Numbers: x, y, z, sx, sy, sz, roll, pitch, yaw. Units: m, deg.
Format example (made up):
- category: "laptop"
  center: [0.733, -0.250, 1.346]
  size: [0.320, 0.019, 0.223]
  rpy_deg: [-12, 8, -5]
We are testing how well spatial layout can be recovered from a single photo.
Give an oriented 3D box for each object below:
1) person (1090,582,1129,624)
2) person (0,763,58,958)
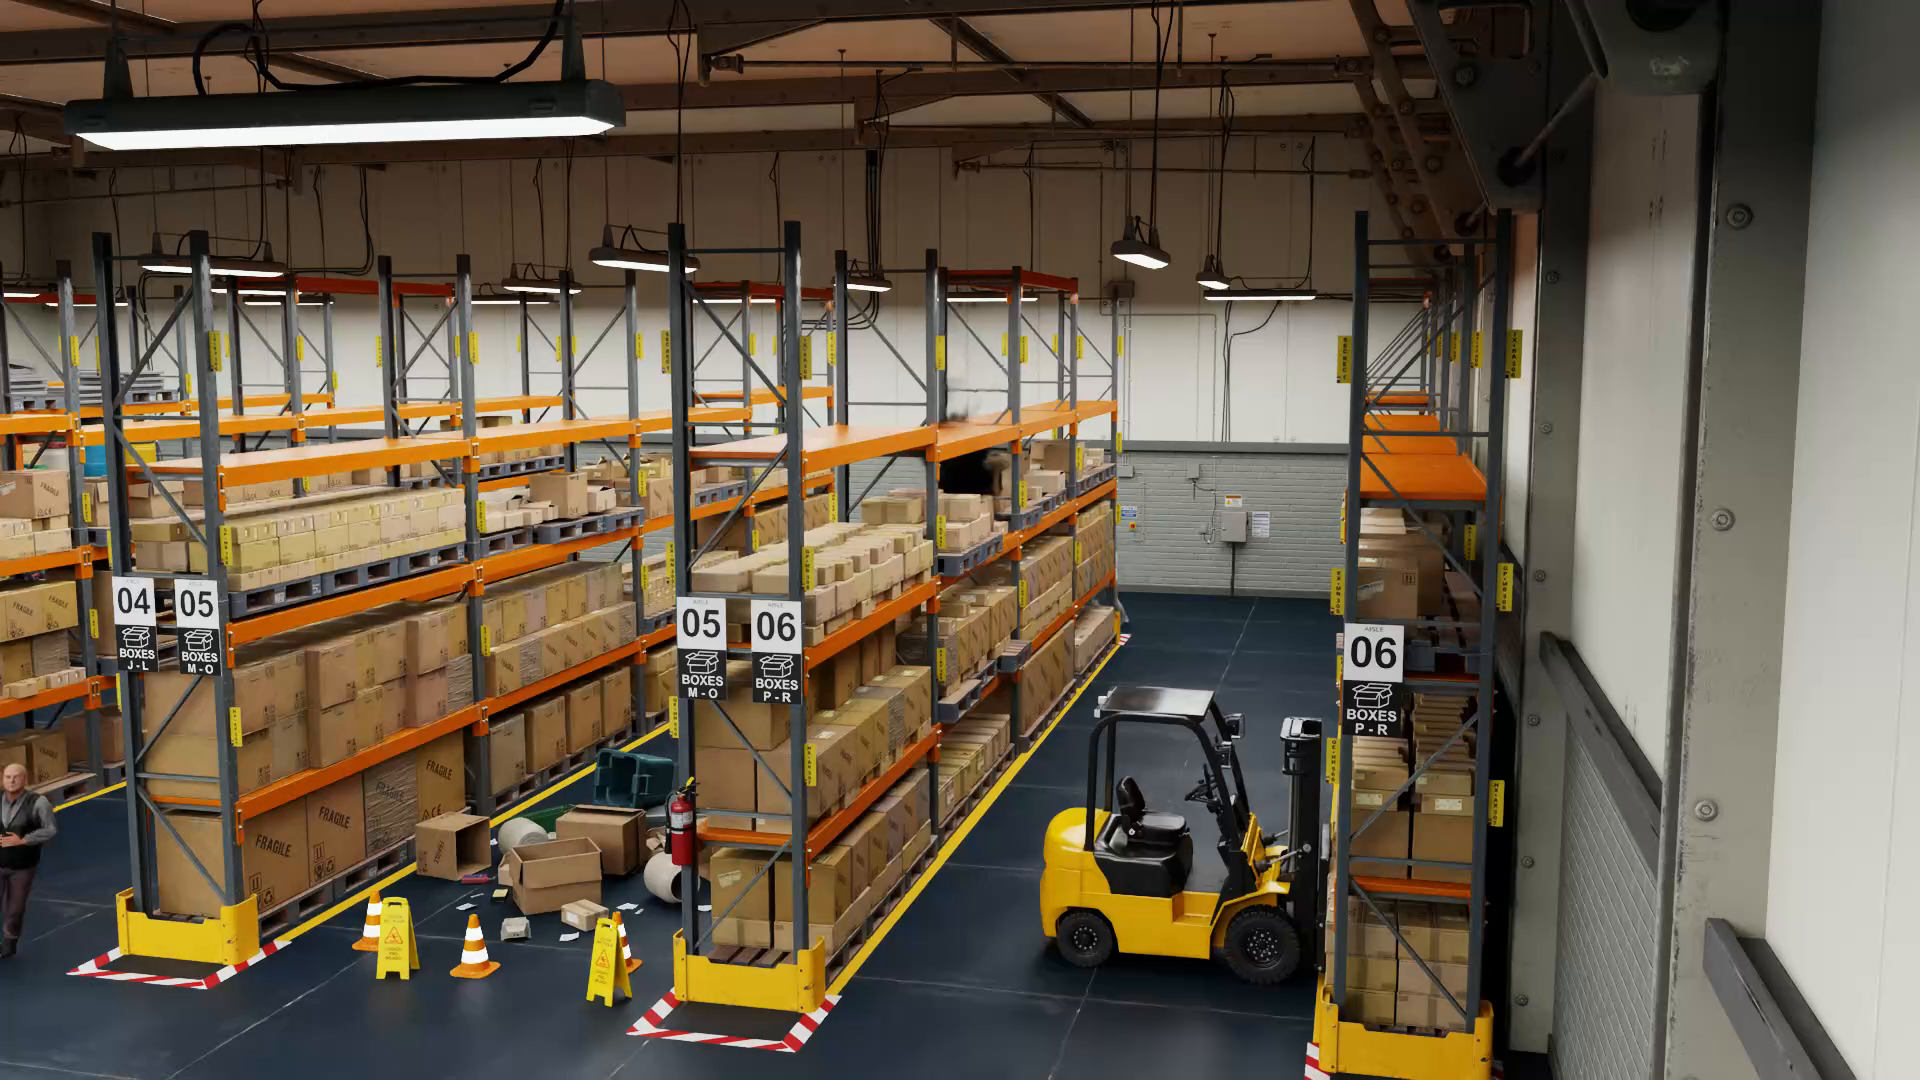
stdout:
- category: "person"
  center: [2.580, 0.752, 29.541]
  size: [0.707, 1.715, 0.687]
  rpy_deg: [5, 9, 37]
- category: "person"
  center: [-7.719, 2.675, 13.618]
  size: [0.645, 1.759, 0.808]
  rpy_deg: [-3, 7, -20]
